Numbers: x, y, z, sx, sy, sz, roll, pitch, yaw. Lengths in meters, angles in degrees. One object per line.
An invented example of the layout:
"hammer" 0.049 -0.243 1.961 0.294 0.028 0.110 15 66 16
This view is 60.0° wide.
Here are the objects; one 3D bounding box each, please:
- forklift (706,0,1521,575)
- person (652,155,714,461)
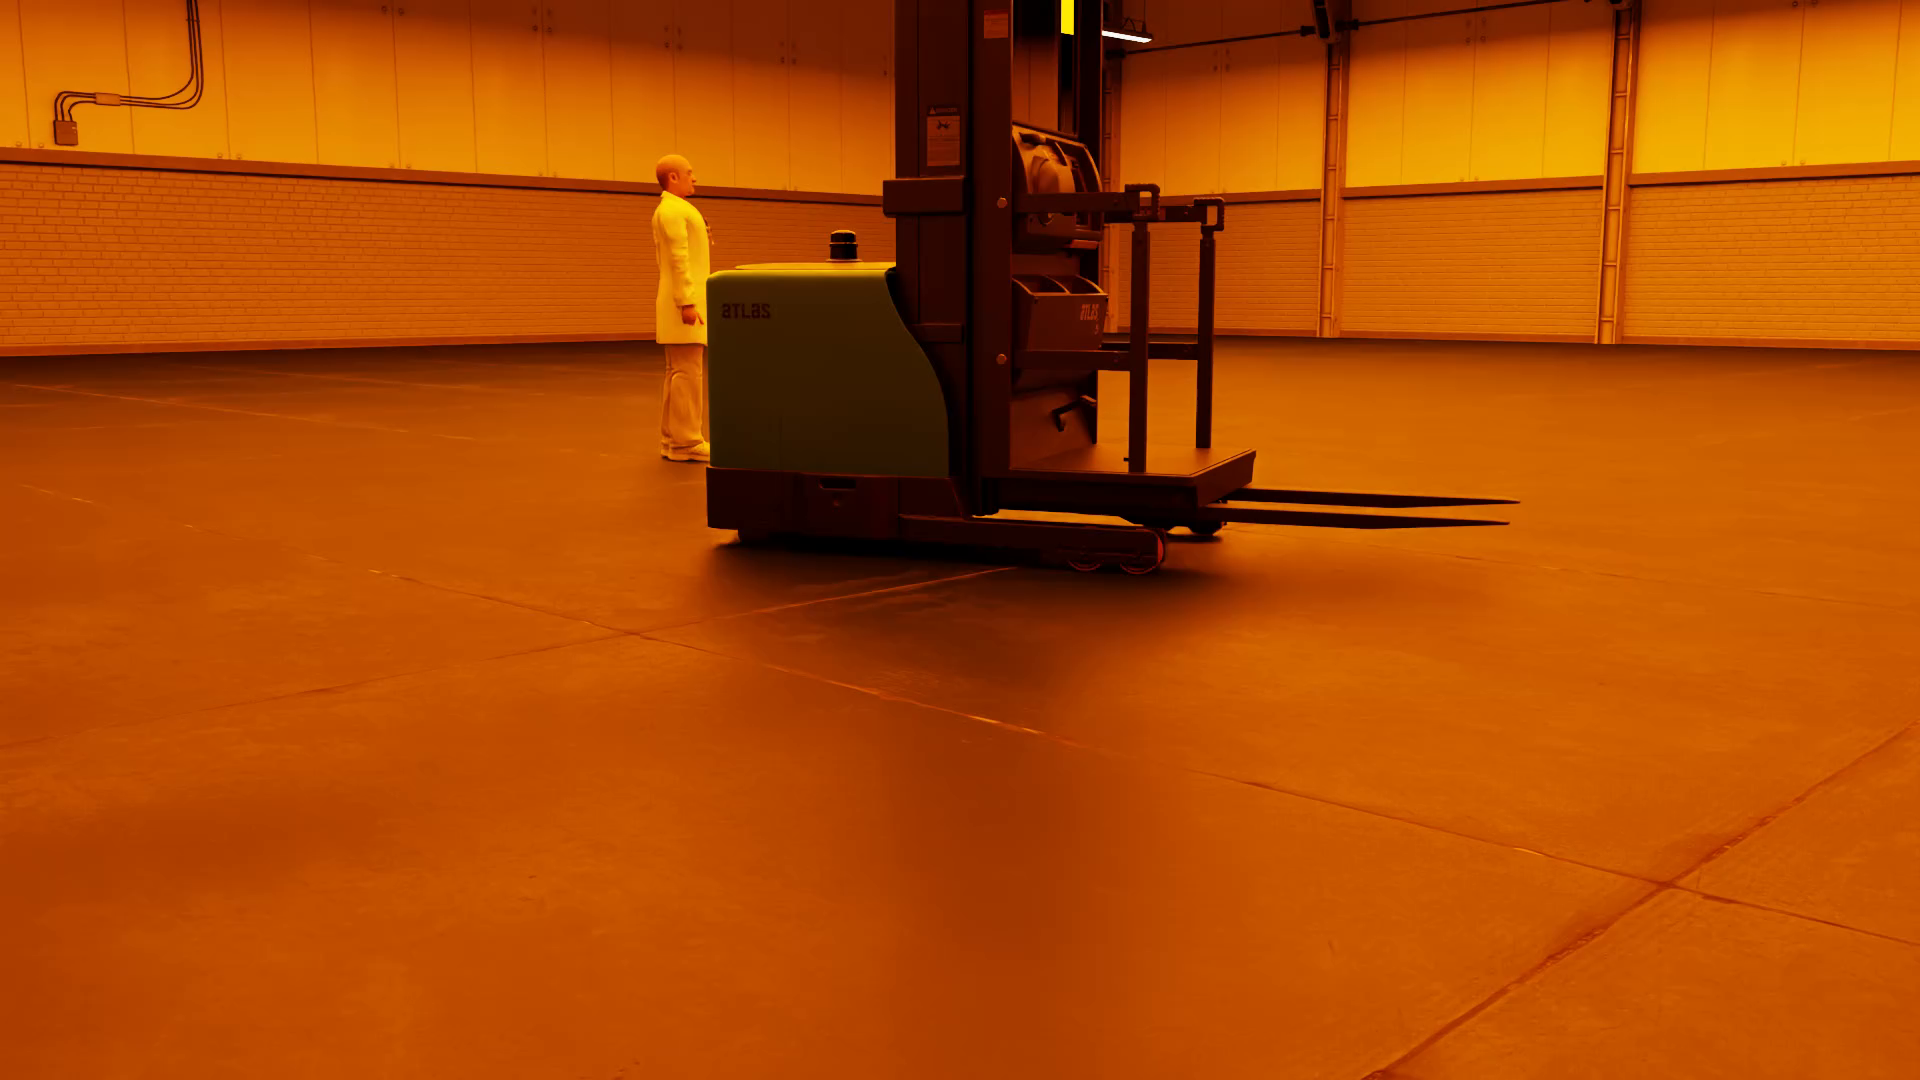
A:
"forklift" 0.565 -1.416 6.275 3.031 2.935 1.130 3 9 22
"person" -1.602 -1.374 9.867 0.391 1.781 0.551 -3 9 -17
